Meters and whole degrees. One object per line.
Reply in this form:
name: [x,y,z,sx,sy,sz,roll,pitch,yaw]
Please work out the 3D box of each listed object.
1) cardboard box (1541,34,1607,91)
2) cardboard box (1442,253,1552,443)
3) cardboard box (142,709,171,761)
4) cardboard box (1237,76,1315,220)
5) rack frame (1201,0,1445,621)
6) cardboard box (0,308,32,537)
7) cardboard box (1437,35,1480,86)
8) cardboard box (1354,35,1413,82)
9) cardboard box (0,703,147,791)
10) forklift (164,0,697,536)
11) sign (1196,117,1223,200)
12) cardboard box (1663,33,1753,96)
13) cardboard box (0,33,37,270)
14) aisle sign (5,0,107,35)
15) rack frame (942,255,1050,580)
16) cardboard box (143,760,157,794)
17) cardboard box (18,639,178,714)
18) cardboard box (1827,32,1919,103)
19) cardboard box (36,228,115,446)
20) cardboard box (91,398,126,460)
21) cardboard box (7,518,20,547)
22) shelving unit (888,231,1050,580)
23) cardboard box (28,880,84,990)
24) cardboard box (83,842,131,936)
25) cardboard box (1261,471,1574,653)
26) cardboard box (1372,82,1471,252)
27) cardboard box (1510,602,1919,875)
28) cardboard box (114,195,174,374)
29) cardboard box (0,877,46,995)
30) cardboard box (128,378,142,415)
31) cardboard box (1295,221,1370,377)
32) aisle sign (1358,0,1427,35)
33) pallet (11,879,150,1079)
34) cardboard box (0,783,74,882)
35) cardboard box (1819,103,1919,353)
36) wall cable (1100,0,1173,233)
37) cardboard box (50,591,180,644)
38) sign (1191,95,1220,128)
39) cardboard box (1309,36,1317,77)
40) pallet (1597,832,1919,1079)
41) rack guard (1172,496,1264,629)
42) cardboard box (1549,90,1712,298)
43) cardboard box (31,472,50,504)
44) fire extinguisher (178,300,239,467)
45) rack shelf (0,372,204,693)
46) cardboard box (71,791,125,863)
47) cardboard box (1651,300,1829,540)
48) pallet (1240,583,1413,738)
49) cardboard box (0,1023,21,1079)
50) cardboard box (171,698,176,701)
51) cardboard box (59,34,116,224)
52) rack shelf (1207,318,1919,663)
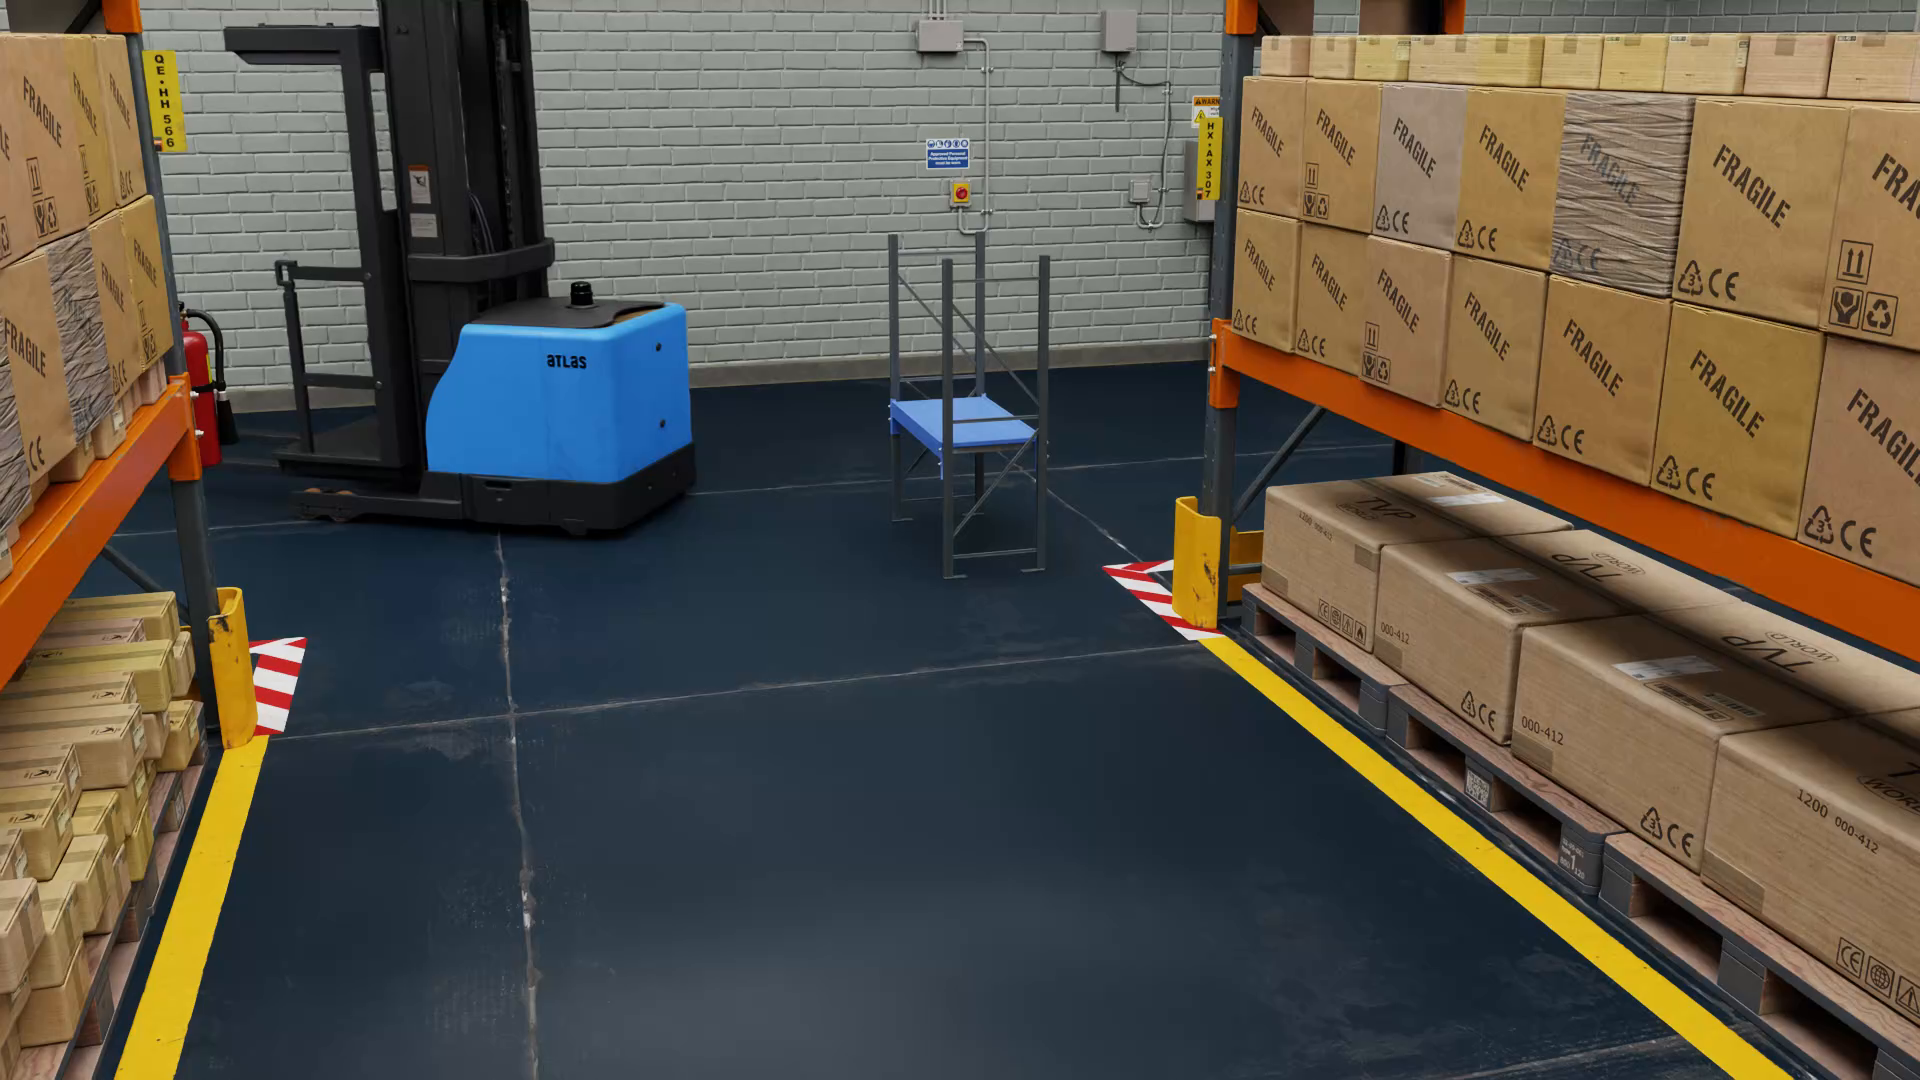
cardboard box: [1.883,-1.351,4.696,0.380,0.149,0.250,-5,17,-15]
cardboard box: [1.845,-0.610,5.095,0.500,0.500,0.500,-4,17,-13]
cardboard box: [-2.621,0.574,5.037,0.380,0.149,0.250,-5,18,-18]
cardboard box: [1.405,-1.506,6.340,0.500,0.500,0.500,-5,17,-16]
rack frame: [1.547,-1.135,7.015,1.000,3.000,0.127,-5,17,-15]
cardboard box: [-2.226,-0.235,3.328,0.500,0.500,0.500,-5,17,-16]
cardboard box: [1.720,-1.492,5.165,0.380,0.149,0.250,-5,17,-15]
cardboard box: [1.569,-1.633,5.634,0.380,0.149,0.250,-5,18,-17]
cardboard box: [-2.451,0.573,4.523,0.380,0.149,0.250,-4,17,-13]
forklift: [-3.040,-1.638,8.809,3.031,2.935,1.130,4,17,14]
sign: [1.011,-1.545,6.739,0.100,0.325,0.005,-5,17,-15]
cardboard box: [2.038,-1.212,4.233,0.380,0.149,0.250,-5,17,-16]
cardboard box: [-2.381,-0.848,3.633,0.500,0.500,0.500,-5,18,-17]
aisle sign: [-2.917,-2.004,5.391,0.394,0.787,0.004,-5,17,-15]
rack frame: [0.163,-0.554,7.690,0.500,1.500,0.032,-5,17,-15]
cardboard box: [-2.682,0.721,5.063,0.380,0.149,0.250,-5,17,-16]
cardboard box: [-2.589,0.426,5.011,0.380,0.149,0.250,-5,17,-16]
cardboard box: [2.228,-1.077,3.783,0.380,0.149,0.250,-5,17,-15]
cardboard box: [-2.529,-0.519,4.276,0.500,0.500,0.500,-5,17,-15]
cardboard box: [-2.615,-0.318,4.735,0.380,0.149,0.250,-4,17,-14]
cardboard box: [-2.376,-0.024,3.753,0.380,0.149,0.250,-4,17,-13]
shelving unit: [0.023,-0.695,8.158,0.538,1.500,1.048,-5,17,-15]
cardboard box: [-2.268,0.932,3.843,0.380,0.149,0.250,-5,17,-16]
cardboard box: [-2.415,0.931,4.364,0.380,0.149,0.250,-4,17,-14]
cardboard box: [1.824,0.066,6.742,0.875,0.438,0.875,-5,18,-17]
cardboard box: [1.702,-1.222,5.394,0.500,0.500,0.500,-5,17,-16]
cardboard box: [2.330,0.568,5.070,0.875,0.438,0.875,-5,17,-17]
cardboard box: [-2.814,-0.802,5.216,0.500,0.500,0.500,-4,17,-14]
cardboard box: [-2.202,0.865,3.551,0.380,0.149,0.250,-4,17,-14]
cardboard box: [-2.791,-0.455,5.191,0.380,0.149,0.250,-5,17,-15]
cardboard box: [1.568,-0.889,6.025,0.500,0.500,0.500,-5,17,-16]
aisle sign: [1.825,-2.424,6.789,0.394,0.787,0.004,-5,17,-15]
pallet: [-2.643,1.206,4.072,1.003,0.211,1.213,-5,17,-15]
cardboard box: [-2.386,0.725,4.017,0.380,0.149,0.250,-5,17,-15]
cardboard box: [2.251,-0.664,3.535,0.500,0.500,0.500,-5,17,-16]
wall cable: [1.335,-3.294,12.439,0.588,1.984,0.122,-5,17,-15]
cardboard box: [-2.796,0.290,5.462,0.380,0.149,0.250,-4,17,-15]
sign: [1.924,-3.267,12.677,0.339,0.242,0.001,-5,17,-15]
cardboard box: [1.519,-1.785,6.141,0.380,0.149,0.250,-4,17,-14]
pallet: [2.512,1.091,4.454,1.003,0.211,1.213,-5,17,-15]
rack guard: [1.540,0.056,7.397,1.175,0.500,0.348,-5,17,-15]
cardboard box: [1.970,-0.945,4.471,0.500,0.500,0.500,-4,17,-15]
cardboard box: [-2.554,-0.164,4.220,0.380,0.149,0.250,-5,18,-18]
fire extinguisher: [-2.810,-0.606,6.037,0.296,0.674,0.183,-5,17,-15]
rack shelf: [-2.635,0.183,3.881,1.077,0.370,4.000,-5,17,-15]
cardboard box: [-2.414,0.788,4.323,0.380,0.149,0.250,-4,17,-12]
cardboard box: [2.126,-0.326,4.149,0.500,0.500,0.500,-5,17,-17]
pallet: [1.842,0.416,6.700,1.003,0.211,1.213,-5,17,-15]
cardboard box: [-2.294,1.153,3.625,0.380,0.149,0.250,-5,18,-18]
cardboard box: [-2.840,0.578,5.539,0.380,0.149,0.250,-4,17,-14]
cardboard box: [-2.681,-1.137,4.596,0.500,0.500,0.500,-5,18,-17]
rack shelf: [2.096,-0.237,5.277,1.077,0.370,4.000,-5,17,-15]
